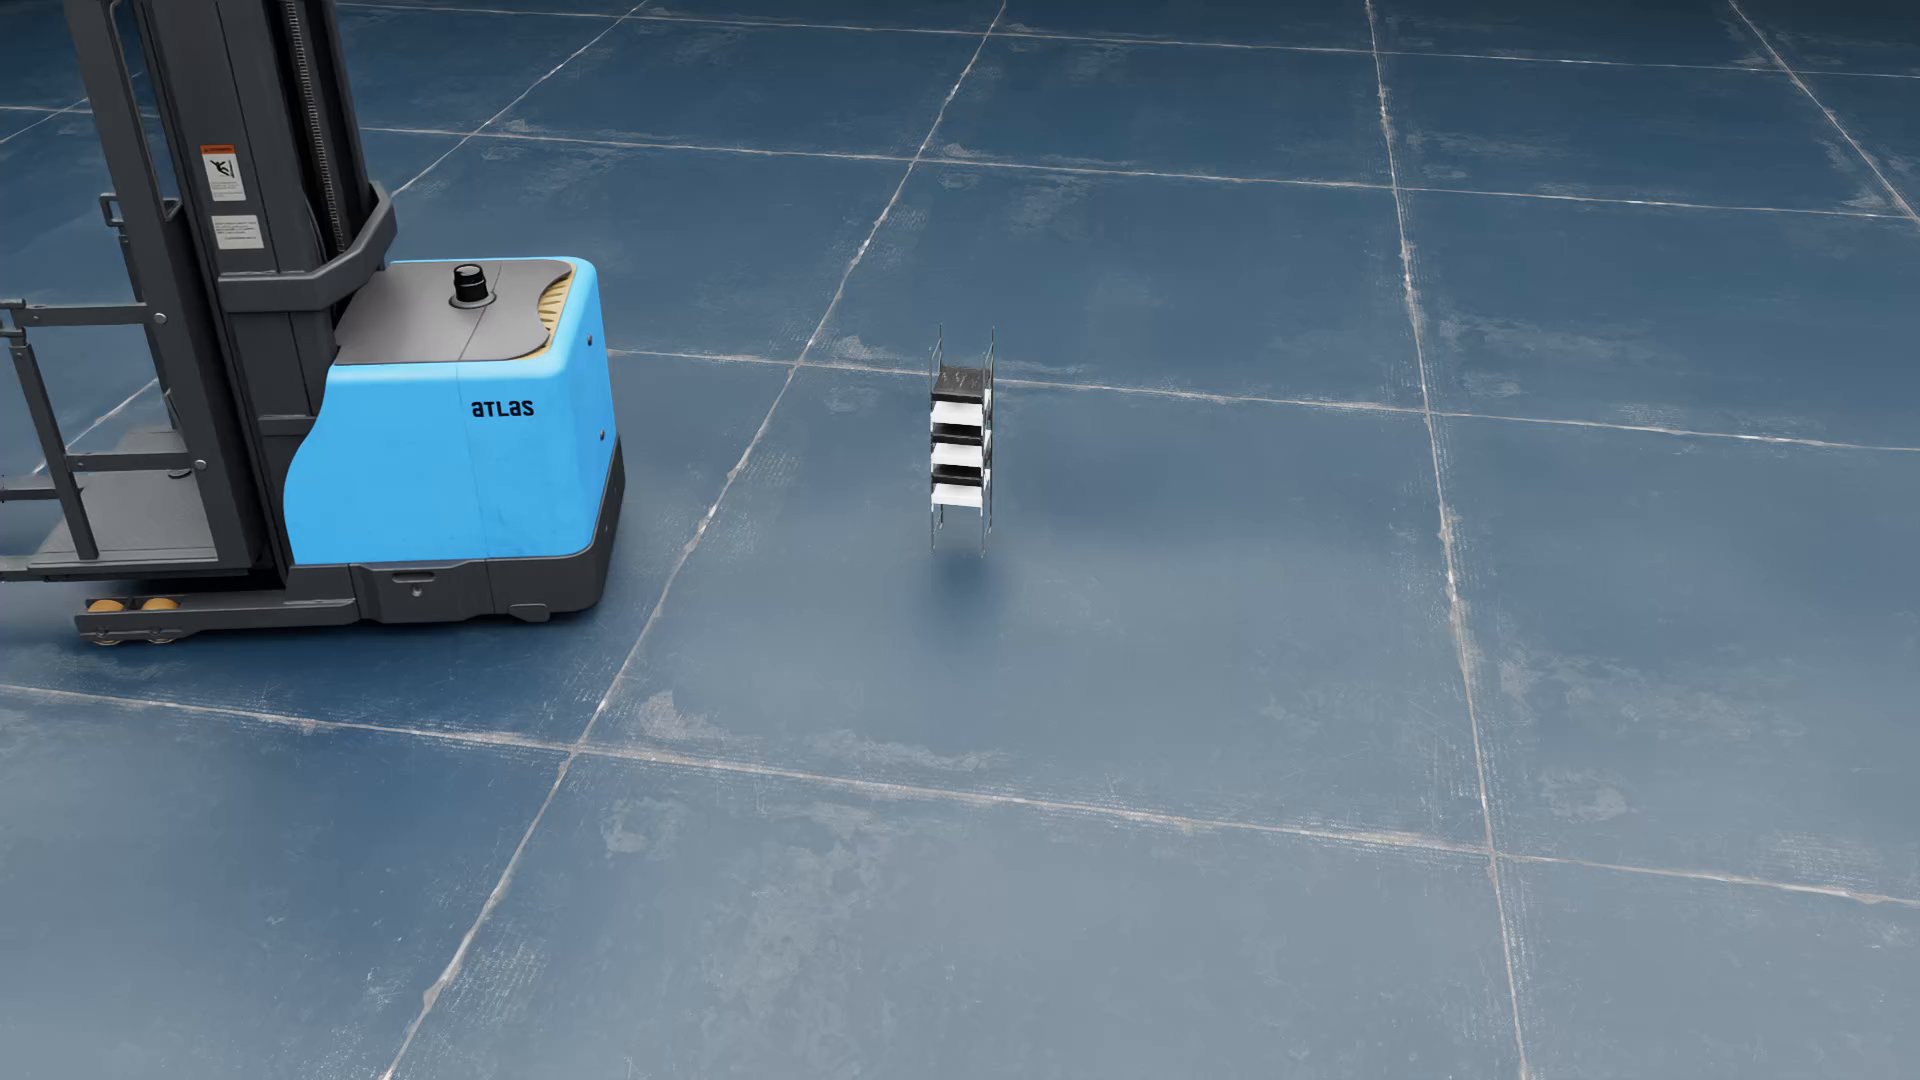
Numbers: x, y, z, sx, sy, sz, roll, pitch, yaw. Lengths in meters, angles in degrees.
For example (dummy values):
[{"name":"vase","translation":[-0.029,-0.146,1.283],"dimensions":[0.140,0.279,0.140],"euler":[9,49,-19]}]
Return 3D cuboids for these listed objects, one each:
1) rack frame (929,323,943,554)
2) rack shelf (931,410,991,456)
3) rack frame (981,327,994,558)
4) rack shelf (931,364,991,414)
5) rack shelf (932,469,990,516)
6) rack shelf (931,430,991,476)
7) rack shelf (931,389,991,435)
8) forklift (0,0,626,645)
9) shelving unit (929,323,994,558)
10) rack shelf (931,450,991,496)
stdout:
[{"name":"rack frame","translation":[-0.092,-0.390,6.525],"dimensions":[0.006,0.900,0.240],"euler":[5,32,8]},{"name":"rack shelf","translation":[0.008,-0.429,6.480],"dimensions":[0.200,0.077,0.258],"euler":[5,32,8]},{"name":"rack frame","translation":[0.108,-0.372,6.496],"dimensions":[0.006,0.900,0.240],"euler":[5,32,8]},{"name":"rack shelf","translation":[0.008,-0.581,6.384],"dimensions":[0.200,0.077,0.258],"euler":[5,32,8]},{"name":"rack shelf","translation":[0.008,-0.200,6.623],"dimensions":[0.200,0.077,0.258],"euler":[5,32,8]},{"name":"rack shelf","translation":[0.008,-0.352,6.528],"dimensions":[0.200,0.077,0.258],"euler":[5,32,8]},{"name":"rack shelf","translation":[0.008,-0.505,6.432],"dimensions":[0.200,0.077,0.258],"euler":[5,32,8]},{"name":"forklift","translation":[-2.891,-1.144,5.816],"dimensions":[3.031,2.935,1.130],"euler":[-2,32,-3]},{"name":"shelving unit","translation":[0.008,-0.381,6.510],"dimensions":[0.210,0.900,0.258],"euler":[5,32,8]},{"name":"rack shelf","translation":[0.008,-0.276,6.576],"dimensions":[0.200,0.077,0.258],"euler":[5,32,8]}]
